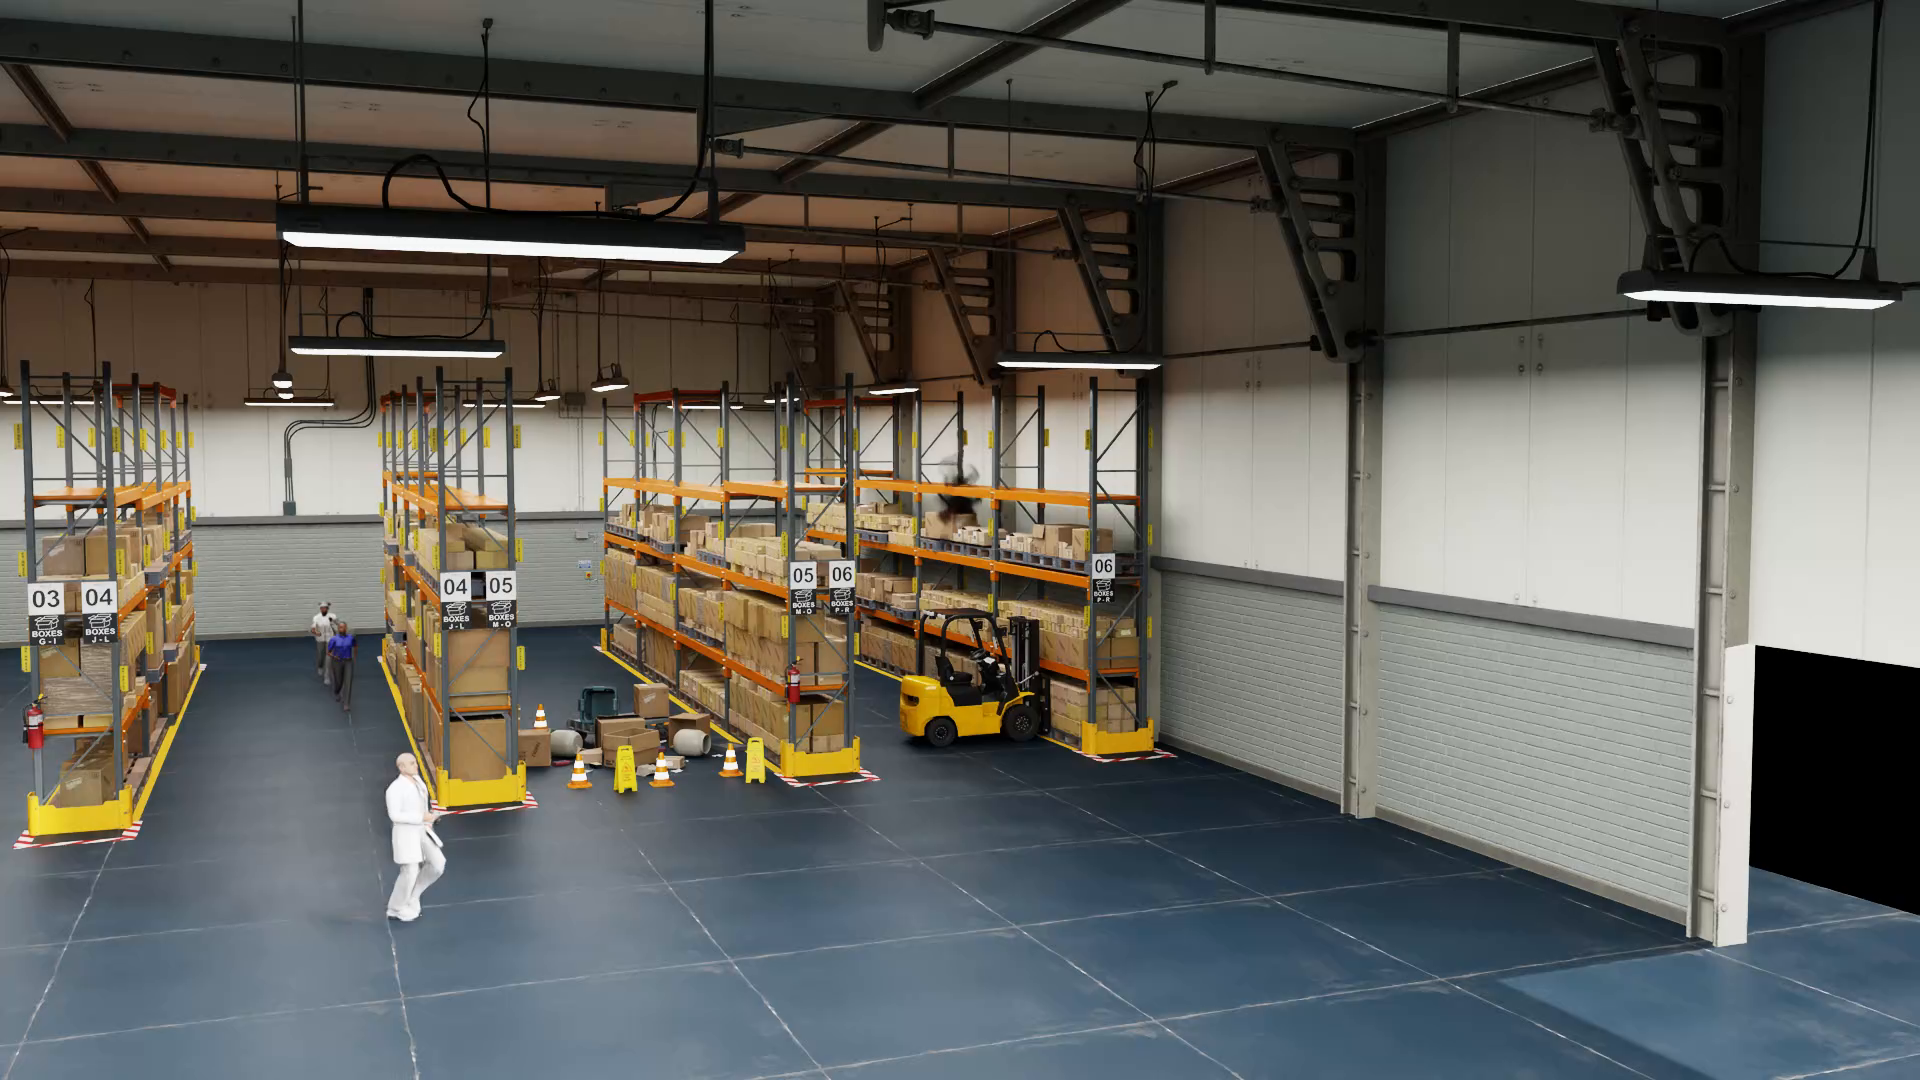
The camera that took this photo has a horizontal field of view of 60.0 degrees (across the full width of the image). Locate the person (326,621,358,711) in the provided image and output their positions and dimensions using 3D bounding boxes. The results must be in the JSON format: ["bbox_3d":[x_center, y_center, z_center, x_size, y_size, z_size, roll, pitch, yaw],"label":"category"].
[{"bbox_3d":[-11.427,2.321,30.822,0.581,1.632,0.887,-2,4,-29],"label":"person"}]

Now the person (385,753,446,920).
[{"bbox_3d":[-5.666,3.080,17.295,0.681,1.743,0.689,1,4,18],"label":"person"}]

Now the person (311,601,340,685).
[{"bbox_3d":[-13.111,2.096,34.397,0.588,1.710,0.908,-1,4,-18],"label":"person"}]
